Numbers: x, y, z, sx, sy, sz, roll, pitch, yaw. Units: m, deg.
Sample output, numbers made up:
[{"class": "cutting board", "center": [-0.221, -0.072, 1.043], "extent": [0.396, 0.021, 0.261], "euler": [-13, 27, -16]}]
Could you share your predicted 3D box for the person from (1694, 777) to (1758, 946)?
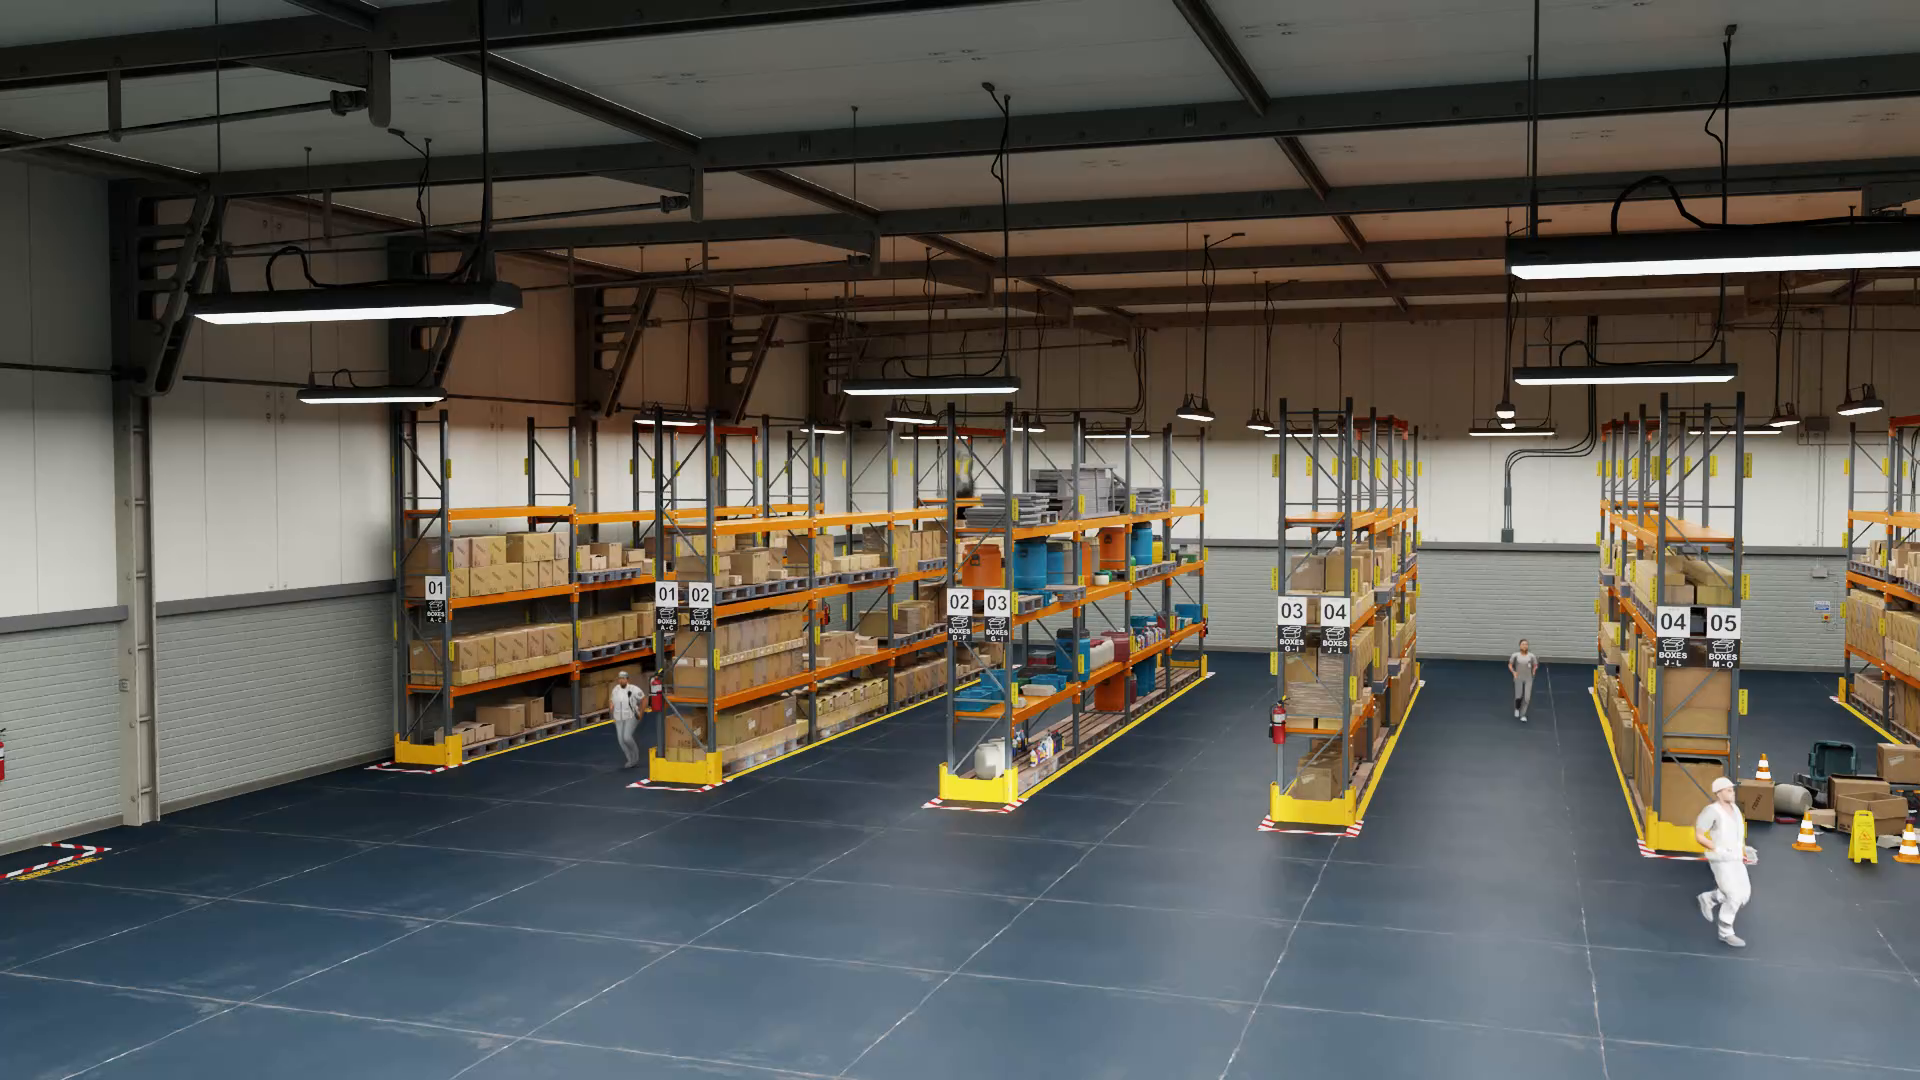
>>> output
[{"class": "person", "center": [8.049, 3.380, 17.625], "extent": [0.656, 1.745, 0.615], "euler": [-1, 3, -29]}]

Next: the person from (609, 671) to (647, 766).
[{"class": "person", "center": [-5.592, 3.004, 27.791], "extent": [0.611, 1.613, 0.630], "euler": [1, 3, 17]}]

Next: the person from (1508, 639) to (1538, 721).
[{"class": "person", "center": [11.157, 2.775, 32.908], "extent": [0.560, 1.621, 0.578], "euler": [0, 2, 11]}]
